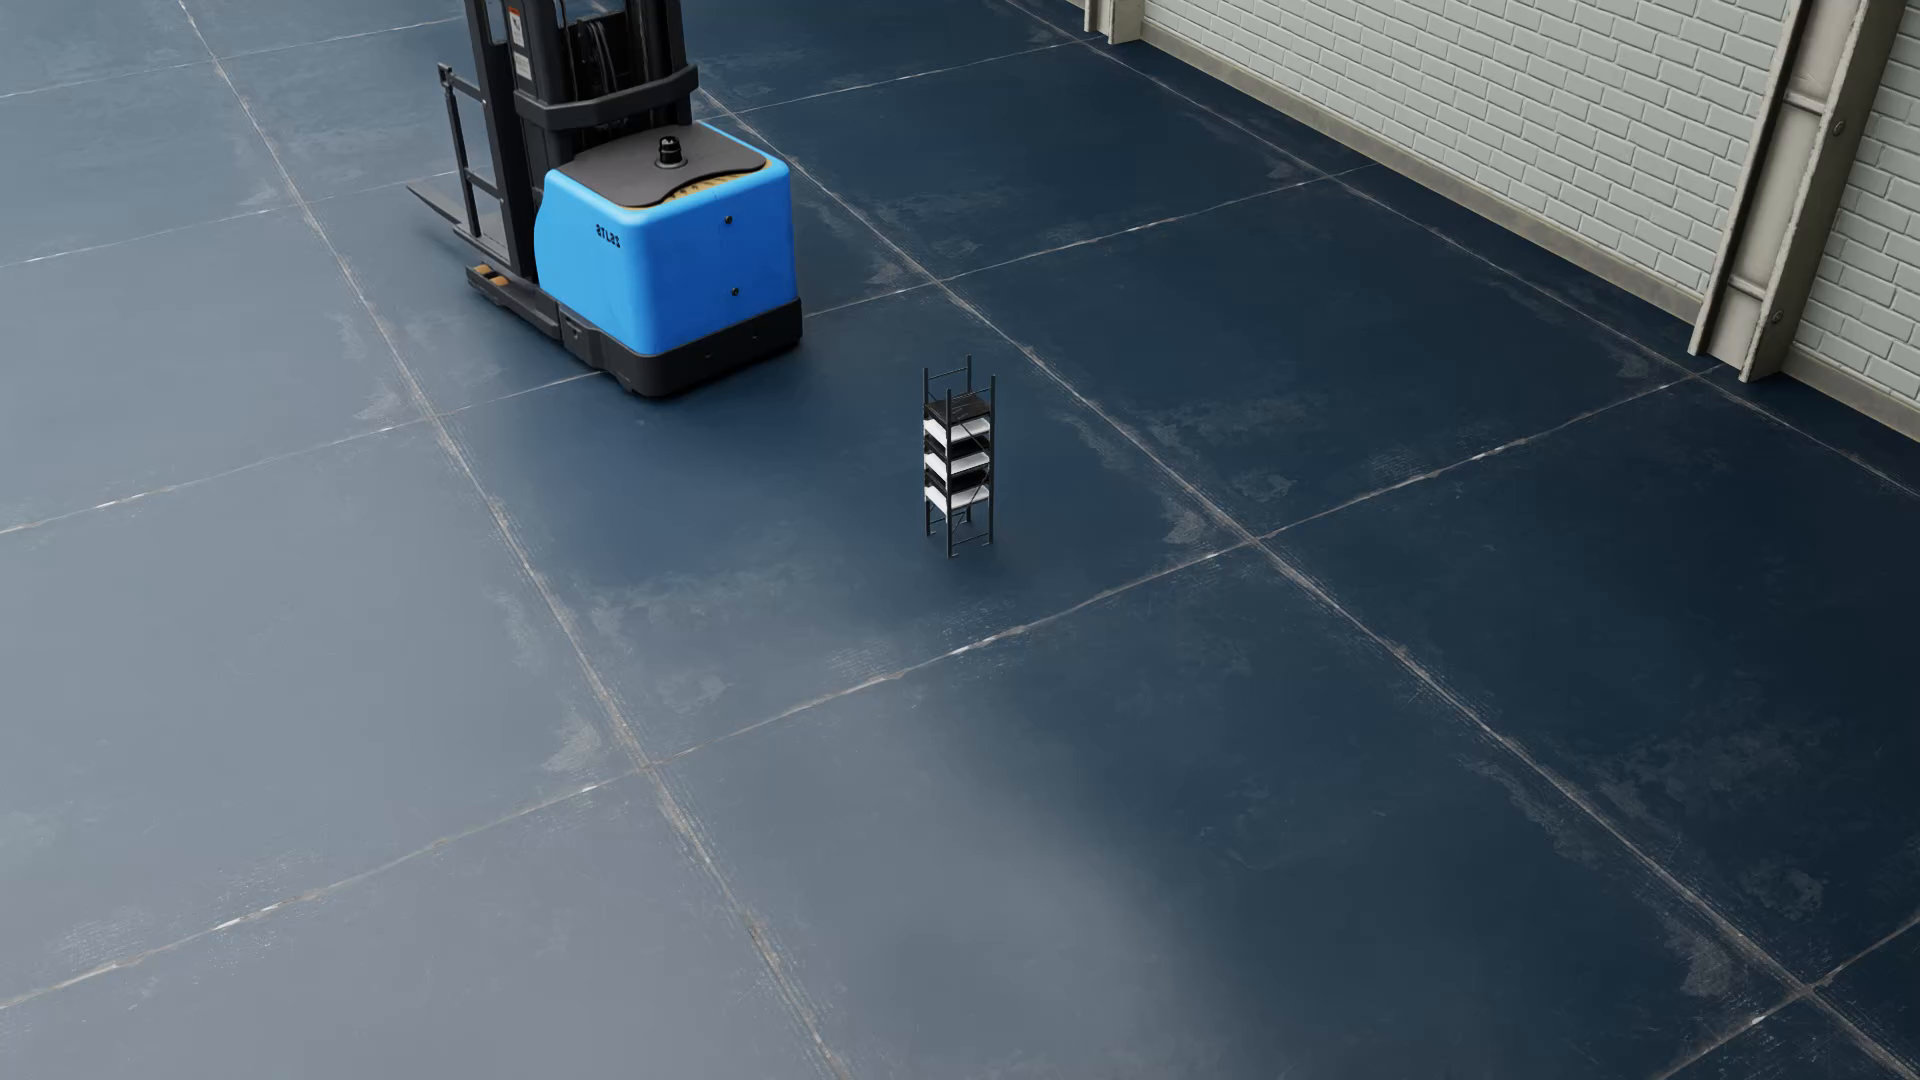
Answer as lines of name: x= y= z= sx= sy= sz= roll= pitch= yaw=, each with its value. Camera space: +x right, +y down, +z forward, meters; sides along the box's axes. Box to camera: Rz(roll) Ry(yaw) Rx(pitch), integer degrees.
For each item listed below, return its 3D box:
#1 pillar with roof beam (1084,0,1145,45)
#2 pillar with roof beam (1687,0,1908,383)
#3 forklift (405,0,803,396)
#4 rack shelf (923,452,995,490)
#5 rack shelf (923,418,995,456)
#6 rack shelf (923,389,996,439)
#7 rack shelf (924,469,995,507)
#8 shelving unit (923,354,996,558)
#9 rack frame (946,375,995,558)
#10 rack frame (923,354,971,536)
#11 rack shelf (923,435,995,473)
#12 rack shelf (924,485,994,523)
pillar with roof beam: x=-2.496 y=-6.402 z=8.886 sx=9.100 sy=9.000 sz=0.400 roll=-19 pitch=40 yaw=-24
pillar with roof beam: x=0.519 y=-3.342 z=4.697 sx=9.100 sy=9.000 sz=0.400 roll=-19 pitch=40 yaw=-24
forklift: x=-2.227 y=-2.716 z=8.984 sx=1.130 sy=2.935 sz=3.031 roll=-28 pitch=45 yaw=-33
rack shelf: x=-0.004 y=-0.341 z=7.510 sx=0.258 sy=0.077 sz=0.200 roll=-19 pitch=40 yaw=-24
rack shelf: x=-0.004 y=-0.486 z=7.404 sx=0.258 sy=0.077 sz=0.200 roll=-19 pitch=40 yaw=-24
rack shelf: x=-0.004 y=-0.559 z=7.351 sx=0.258 sy=0.077 sz=0.200 roll=-19 pitch=40 yaw=-24
rack shelf: x=-0.004 y=-0.268 z=7.563 sx=0.258 sy=0.077 sz=0.200 roll=-19 pitch=40 yaw=-24
shelving unit: x=-0.004 y=-0.368 z=7.490 sx=0.258 sy=0.900 sz=0.210 roll=-19 pitch=40 yaw=-24
rack frame: x=0.047 y=-0.316 z=7.419 sx=0.240 sy=0.900 sz=0.006 roll=-19 pitch=40 yaw=-24
rack frame: x=-0.055 y=-0.419 z=7.561 sx=0.240 sy=0.900 sz=0.006 roll=-19 pitch=40 yaw=-24
rack shelf: x=-0.004 y=-0.413 z=7.457 sx=0.258 sy=0.077 sz=0.200 roll=-19 pitch=40 yaw=-24
rack shelf: x=-0.004 y=-0.195 z=7.616 sx=0.258 sy=0.077 sz=0.200 roll=-19 pitch=40 yaw=-24
